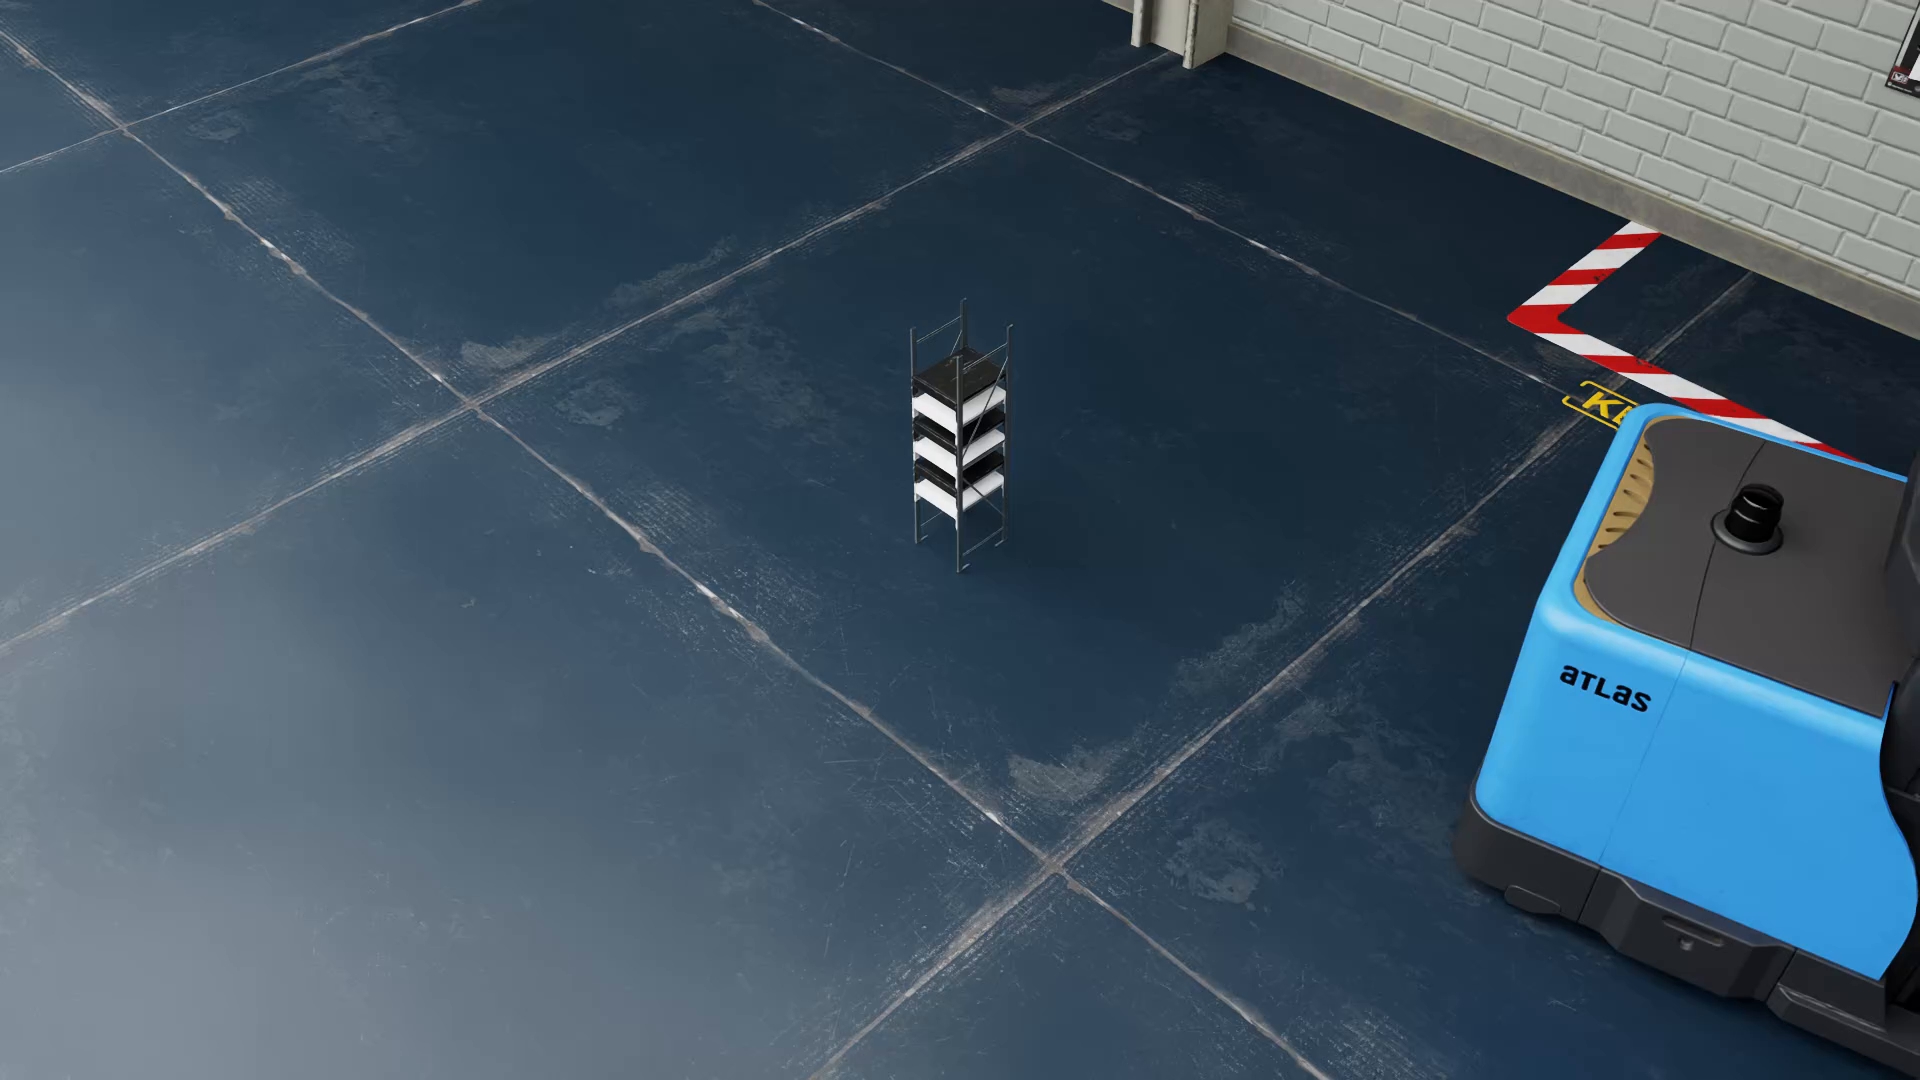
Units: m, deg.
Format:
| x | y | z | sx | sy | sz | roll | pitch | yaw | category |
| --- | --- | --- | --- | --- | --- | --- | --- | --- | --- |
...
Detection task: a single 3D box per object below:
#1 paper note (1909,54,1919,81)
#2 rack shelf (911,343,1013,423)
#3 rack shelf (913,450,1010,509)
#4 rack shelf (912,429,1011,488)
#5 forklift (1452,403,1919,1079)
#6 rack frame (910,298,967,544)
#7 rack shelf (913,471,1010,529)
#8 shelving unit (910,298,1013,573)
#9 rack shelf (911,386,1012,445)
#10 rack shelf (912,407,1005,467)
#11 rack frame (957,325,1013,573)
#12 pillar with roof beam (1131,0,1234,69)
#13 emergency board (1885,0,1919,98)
| x | y | z | sx | sy | sz | roll | pitch | yaw | category |
| --- | --- | --- | --- | --- | --- | --- | --- | --- | --- |
| 3.562 | -1.732 | 6.064 | 0.016 | 0.148 | 0.142 | -34 | 53 | -31 | paper note |
| 0.006 | -0.500 | 5.280 | 0.258 | 0.077 | 0.200 | -34 | 53 | -31 | rack shelf |
| 0.006 | -0.236 | 5.524 | 0.258 | 0.077 | 0.200 | -34 | 53 | -31 | rack shelf |
| 0.006 | -0.302 | 5.463 | 0.258 | 0.077 | 0.200 | -34 | 53 | -31 | rack shelf |
| 2.922 | 0.100 | 3.482 | 3.031 | 2.935 | 1.130 | 22 | 47 | 22 | forklift |
| -0.066 | -0.375 | 5.493 | 0.240 | 0.900 | 0.006 | -34 | 53 | -31 | rack frame |
| 0.006 | -0.170 | 5.585 | 0.258 | 0.077 | 0.200 | -34 | 53 | -31 | rack shelf |
| 0.006 | -0.327 | 5.440 | 0.258 | 0.900 | 0.210 | -34 | 53 | -31 | shelving unit |
| 0.006 | -0.434 | 5.341 | 0.258 | 0.077 | 0.200 | -34 | 53 | -31 | rack shelf |
| 0.006 | -0.368 | 5.402 | 0.258 | 0.077 | 0.200 | -34 | 53 | -31 | rack shelf |
| 0.078 | -0.278 | 5.388 | 0.240 | 0.900 | 0.006 | -34 | 53 | -31 | rack frame |
| -1.929 | -3.755 | 3.183 | 9.100 | 9.000 | 0.400 | -34 | 53 | -31 | pillar with roof beam |
| 3.644 | -1.951 | 5.651 | 0.157 | 1.169 | 0.626 | -34 | 53 | -31 | emergency board |
